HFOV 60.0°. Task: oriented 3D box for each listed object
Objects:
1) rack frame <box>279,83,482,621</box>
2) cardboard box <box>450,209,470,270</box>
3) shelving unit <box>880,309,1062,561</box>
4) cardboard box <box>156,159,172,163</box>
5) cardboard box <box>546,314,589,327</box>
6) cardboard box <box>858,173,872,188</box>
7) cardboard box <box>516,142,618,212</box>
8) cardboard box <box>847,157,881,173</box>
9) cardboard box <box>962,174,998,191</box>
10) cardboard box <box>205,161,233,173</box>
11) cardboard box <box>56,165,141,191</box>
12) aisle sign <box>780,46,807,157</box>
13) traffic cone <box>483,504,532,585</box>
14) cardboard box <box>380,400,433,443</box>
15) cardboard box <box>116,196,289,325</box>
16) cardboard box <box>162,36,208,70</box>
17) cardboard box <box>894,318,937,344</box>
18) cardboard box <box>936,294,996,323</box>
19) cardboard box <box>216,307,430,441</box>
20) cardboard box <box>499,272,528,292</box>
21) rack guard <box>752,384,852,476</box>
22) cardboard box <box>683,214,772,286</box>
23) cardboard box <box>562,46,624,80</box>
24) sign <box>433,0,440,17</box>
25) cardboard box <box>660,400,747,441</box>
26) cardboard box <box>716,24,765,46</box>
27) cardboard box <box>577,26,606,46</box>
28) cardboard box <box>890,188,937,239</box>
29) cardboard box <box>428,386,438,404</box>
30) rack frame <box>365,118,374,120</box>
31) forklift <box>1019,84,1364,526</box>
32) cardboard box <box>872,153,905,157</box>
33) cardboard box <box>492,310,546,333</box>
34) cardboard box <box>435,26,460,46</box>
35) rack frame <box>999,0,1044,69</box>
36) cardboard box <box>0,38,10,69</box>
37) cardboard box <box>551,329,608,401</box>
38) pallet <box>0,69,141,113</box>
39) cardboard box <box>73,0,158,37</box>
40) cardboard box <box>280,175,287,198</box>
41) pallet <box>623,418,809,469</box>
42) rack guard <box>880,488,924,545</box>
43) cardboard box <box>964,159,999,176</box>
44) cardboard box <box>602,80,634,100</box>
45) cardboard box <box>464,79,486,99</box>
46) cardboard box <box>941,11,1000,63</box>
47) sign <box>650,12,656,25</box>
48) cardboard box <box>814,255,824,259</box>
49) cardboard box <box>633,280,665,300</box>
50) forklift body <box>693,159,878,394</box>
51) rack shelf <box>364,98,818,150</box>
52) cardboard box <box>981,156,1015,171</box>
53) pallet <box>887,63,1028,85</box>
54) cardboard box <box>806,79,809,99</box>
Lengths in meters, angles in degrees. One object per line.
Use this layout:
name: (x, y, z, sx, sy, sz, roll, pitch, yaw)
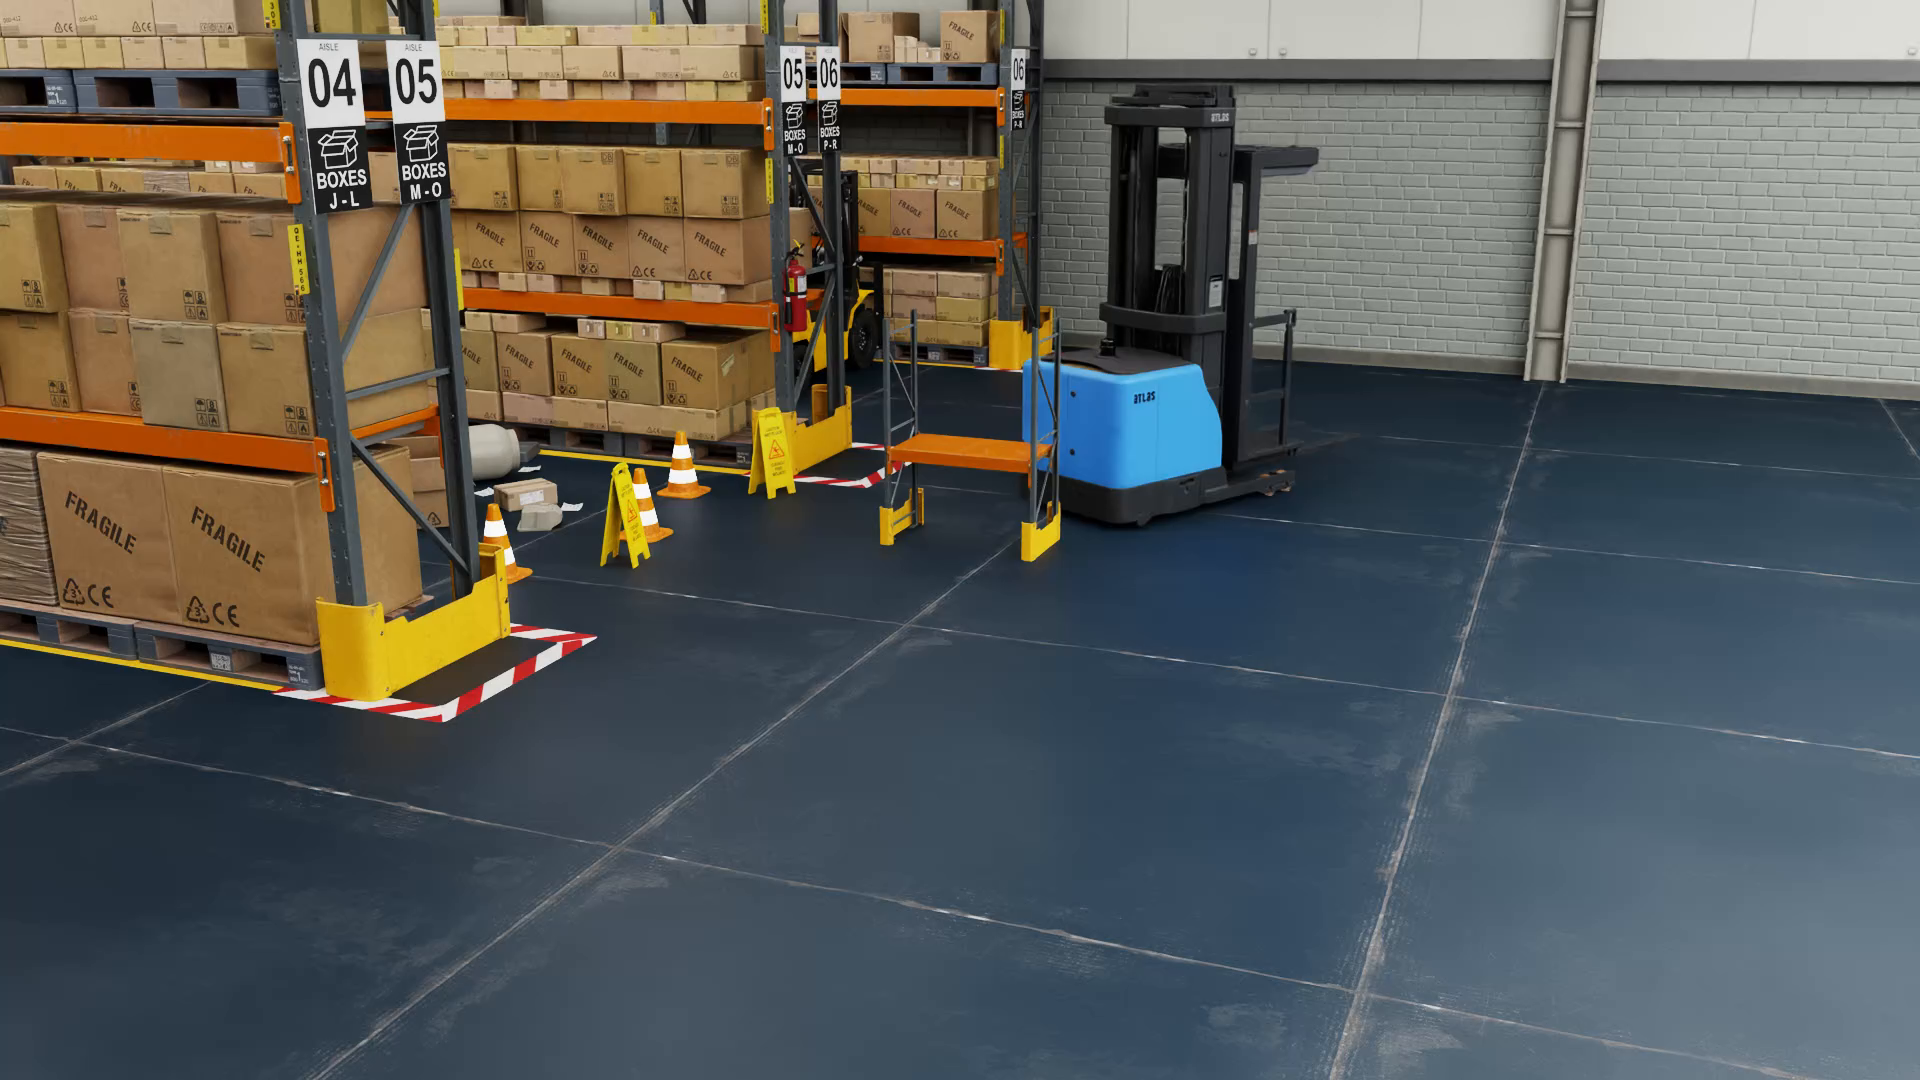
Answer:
rack frame: (-2.906, -0.792, 8.522, 0.127, 3.000, 1.000, 6, 17, 21)
cardboard box: (-4.122, -2.524, 13.773, 0.500, 0.500, 0.500, 6, 17, 20)
shelving unit: (0.071, -0.712, 10.938, 1.083, 1.500, 0.587, 6, 17, 21)
cardboard box: (-9.679, -4.691, 21.018, 0.500, 0.500, 0.700, 6, 17, 21)
cardboard box: (-3.307, -1.642, 14.284, 0.500, 0.500, 0.500, 7, 18, 24)
cardboard box: (-0.994, -3.821, 17.613, 0.250, 0.149, 0.380, 6, 17, 21)
cardboard box: (-3.132, -2.919, 13.342, 0.500, 0.500, 0.700, 6, 17, 20)
cardboard box: (-1.001, -3.963, 17.567, 0.250, 0.149, 0.380, 7, 17, 22)
cardboard box: (0.209, -3.696, 17.183, 0.250, 0.149, 0.380, 7, 17, 21)
cardboard box: (-6.327, -3.277, 14.452, 0.250, 0.149, 0.380, 6, 17, 18)
cardboard box: (-7.805, -3.140, 15.142, 0.500, 0.500, 0.500, 7, 18, 23)
aisle sign: (-1.232, -3.253, 12.336, 0.004, 0.787, 0.394, 6, 17, 21)
traffic cone: (-2.879, 0.004, 10.331, 0.334, 0.463, 0.336, 6, 17, 21)
cardboard box: (-4.407, -0.834, 13.144, 0.500, 0.500, 0.500, -9, 18, -27)
cardboard box: (-3.782, -1.463, 8.627, 0.550, 0.550, 0.875, 6, 17, 21)
cardboard box: (-3.574, -2.334, 7.970, 0.250, 0.149, 0.380, 6, 17, 21)
cardboard box: (-0.378, -2.275, 17.807, 0.500, 0.250, 0.500, 6, 17, 21)
cardboard box: (0.067, -2.464, 17.562, 0.500, 0.250, 0.500, 6, 17, 20)
cardboard box: (-3.268, -0.890, 8.591, 0.550, 0.550, 0.875, 6, 17, 21)
cardboard box: (-3.543, -2.126, 13.567, 0.250, 0.149, 0.380, 6, 17, 21)
rack guard: (-1.254, -0.893, 13.355, 0.348, 0.500, 1.175, 6, 17, 21)
cardboard box: (-1.790, -2.261, 12.869, 0.500, 0.500, 0.500, 6, 17, 20)
cardboard box: (-2.710, -3.684, 12.837, 0.500, 0.250, 0.500, 7, 18, 22)
sign: (-2.697, -2.834, 8.464, 0.005, 0.325, 0.100, 6, 17, 21)
cardboard box: (-2.057, -0.983, 13.357, 0.500, 0.250, 0.500, 6, 17, 20)
cardboard box: (-1.607, -3.747, 12.340, 0.250, 0.149, 0.380, 6, 17, 21)
cardboard box: (-2.752, -3.904, 12.883, 0.250, 0.149, 0.380, 6, 17, 19)
cardboard box: (-0.399, -3.460, 17.531, 0.500, 0.500, 0.500, 7, 18, 22)
cardboard box: (-4.455, -1.246, 14.264, 0.500, 0.250, 0.500, 5, 17, 18)
rack frame: (-6.808, -4.192, 20.234, 0.127, 3.000, 1.000, 6, 17, 21)
forklift: (1.869, -1.826, 12.205, 3.031, 2.935, 1.130, -14, 21, -39)
cardboard box: (-0.769, -4.127, 18.133, 0.250, 0.149, 0.380, 6, 17, 19)
cardboard box: (-3.630, -1.811, 13.700, 0.250, 0.149, 0.380, 7, 18, 24)
cardboard box: (-4.002, -3.999, 13.209, 0.250, 0.149, 0.380, 6, 17, 20)
rack frame: (0.634, -6.255, 16.579, 0.127, 3.000, 1.000, 6, 17, 21)
cardboard box: (-4.758, -2.464, 8.418, 0.250, 0.149, 0.380, 7, 17, 21)
cardboard box: (-2.978, -1.448, 13.614, 0.500, 0.500, 0.500, 6, 17, 19)
pallet: (-4.739, -2.387, 8.796, 1.213, 0.211, 1.003, 6, 17, 21)
cardboard box: (-3.929, -2.582, 8.110, 0.500, 0.250, 0.500, 6, 17, 21)
cardboard box: (-5.419, -2.876, 14.233, 0.500, 0.500, 0.500, 6, 17, 20)
pallet: (-1.997, -0.847, 13.713, 1.213, 0.211, 1.003, 6, 17, 21)
rack guard: (-0.392, -0.163, 11.287, 0.087, 0.250, 0.587, 6, 17, 21)
cardboard box: (0.224, -3.858, 17.207, 0.250, 0.149, 0.380, 6, 17, 21)
cardboard box: (-2.557, -3.479, 12.849, 0.250, 0.149, 0.380, 6, 17, 20)
cardboard box: (-3.748, -3.616, 13.318, 0.250, 0.149, 0.380, 6, 17, 19)
cardboard box: (0.133, -5.094, 16.849, 0.500, 0.500, 0.500, 7, 18, 22)
sign: (-3.277, -5.481, 17.802, 0.005, 0.325, 0.100, 6, 17, 21)
cardboard box: (-1.616, -3.041, 18.654, 0.500, 0.250, 0.500, 6, 17, 21)
cardboard box: (-2.368, -1.996, 13.118, 0.250, 0.149, 0.380, 7, 17, 22)
forklift body: (-1.799, -2.687, 16.572, 1.214, 2.155, 2.313, 6, 17, 21)
rack shelf: (-3.044, -3.386, 13.366, 4.000, 0.370, 1.077, 6, 17, 21)
cardboard box: (0.400, -3.966, 17.578, 0.250, 0.149, 0.380, 6, 17, 20)
pallet: (-0.014, -4.851, 17.281, 1.213, 0.211, 1.003, 6, 17, 21)
cardboard box: (-1.373, -3.524, 13.003, 0.250, 0.149, 0.380, 6, 17, 21)
